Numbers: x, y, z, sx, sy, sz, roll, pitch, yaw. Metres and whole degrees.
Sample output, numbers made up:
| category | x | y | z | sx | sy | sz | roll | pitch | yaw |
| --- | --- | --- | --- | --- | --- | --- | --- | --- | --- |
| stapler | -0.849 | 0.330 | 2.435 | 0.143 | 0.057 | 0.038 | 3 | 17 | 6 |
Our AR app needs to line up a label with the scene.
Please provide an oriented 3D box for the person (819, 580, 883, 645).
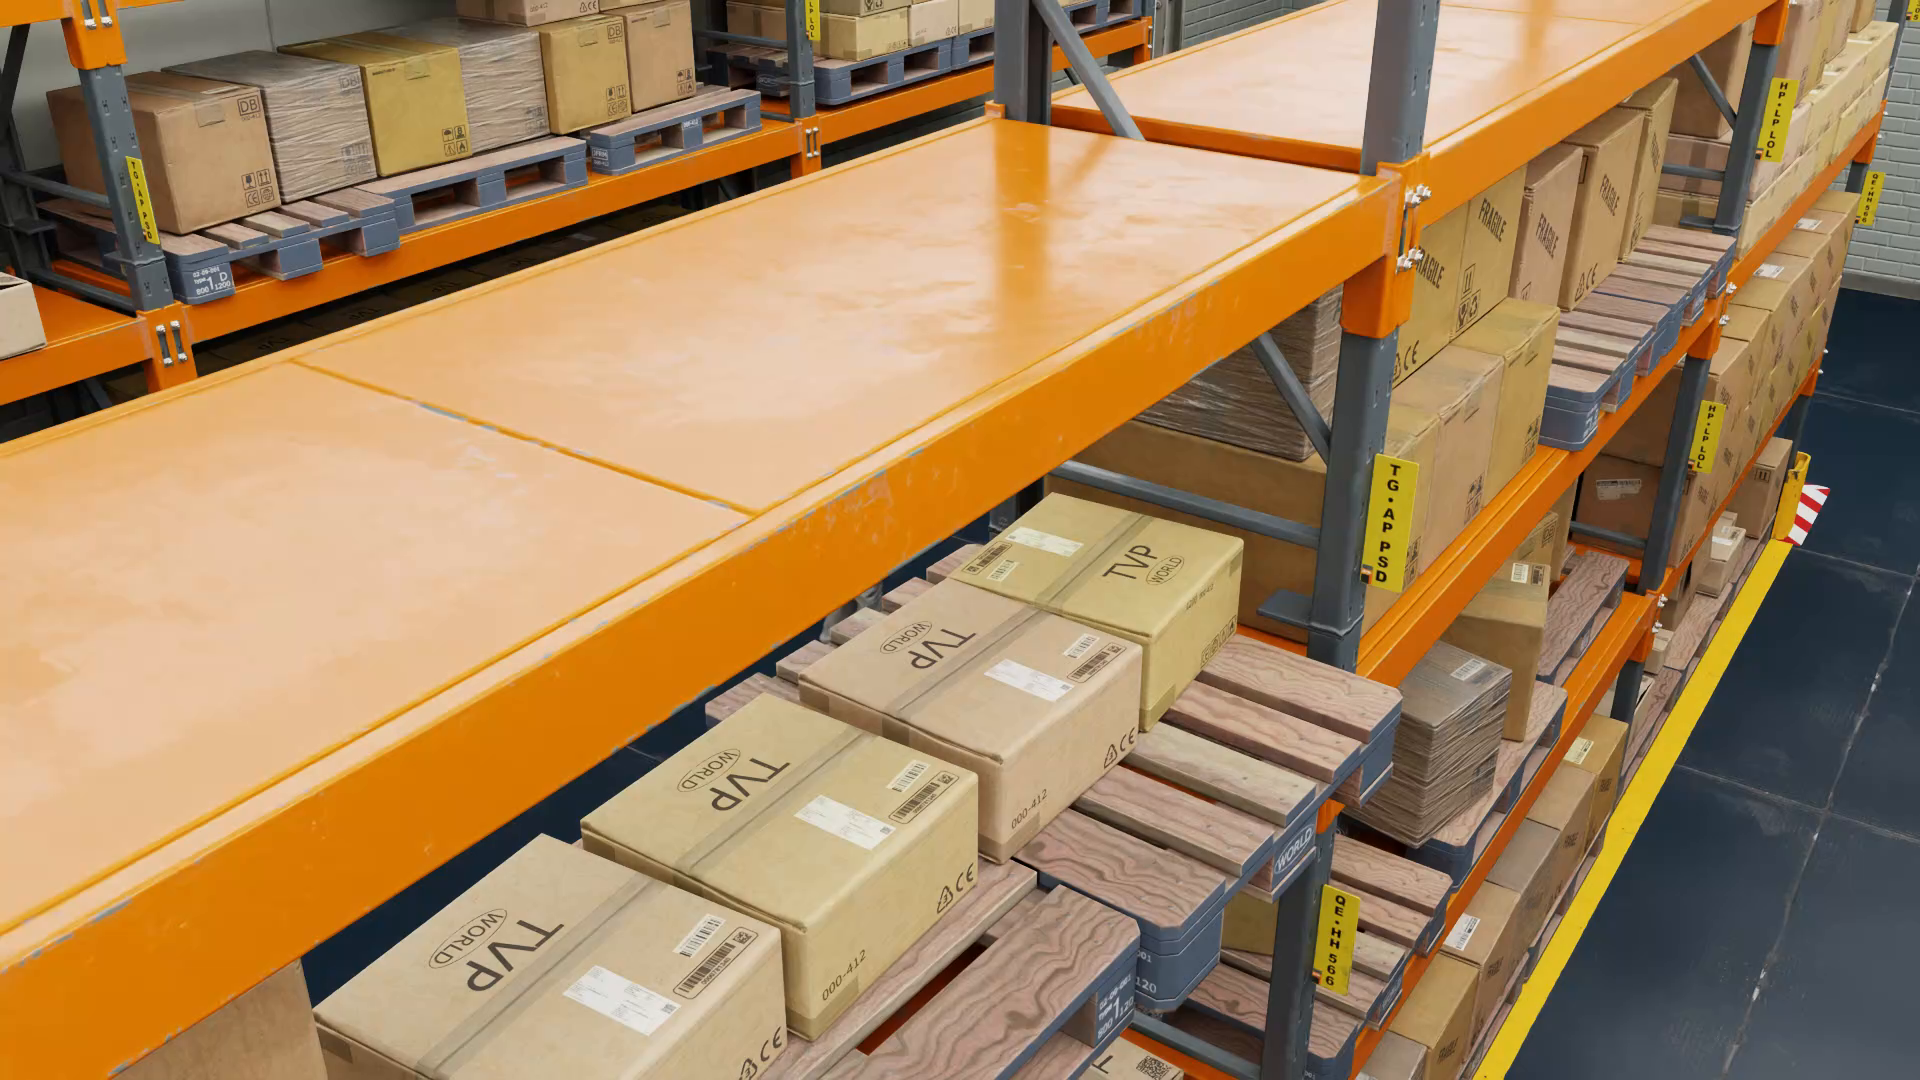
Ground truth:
| category | x | y | z | sx | sy | sz | roll | pitch | yaw |
| --- | --- | --- | --- | --- | --- | --- | --- | --- | --- |
| person | -0.571 | -0.037 | 9.159 | 0.502 | 1.696 | 0.464 | 22 | 35 | 37 |
